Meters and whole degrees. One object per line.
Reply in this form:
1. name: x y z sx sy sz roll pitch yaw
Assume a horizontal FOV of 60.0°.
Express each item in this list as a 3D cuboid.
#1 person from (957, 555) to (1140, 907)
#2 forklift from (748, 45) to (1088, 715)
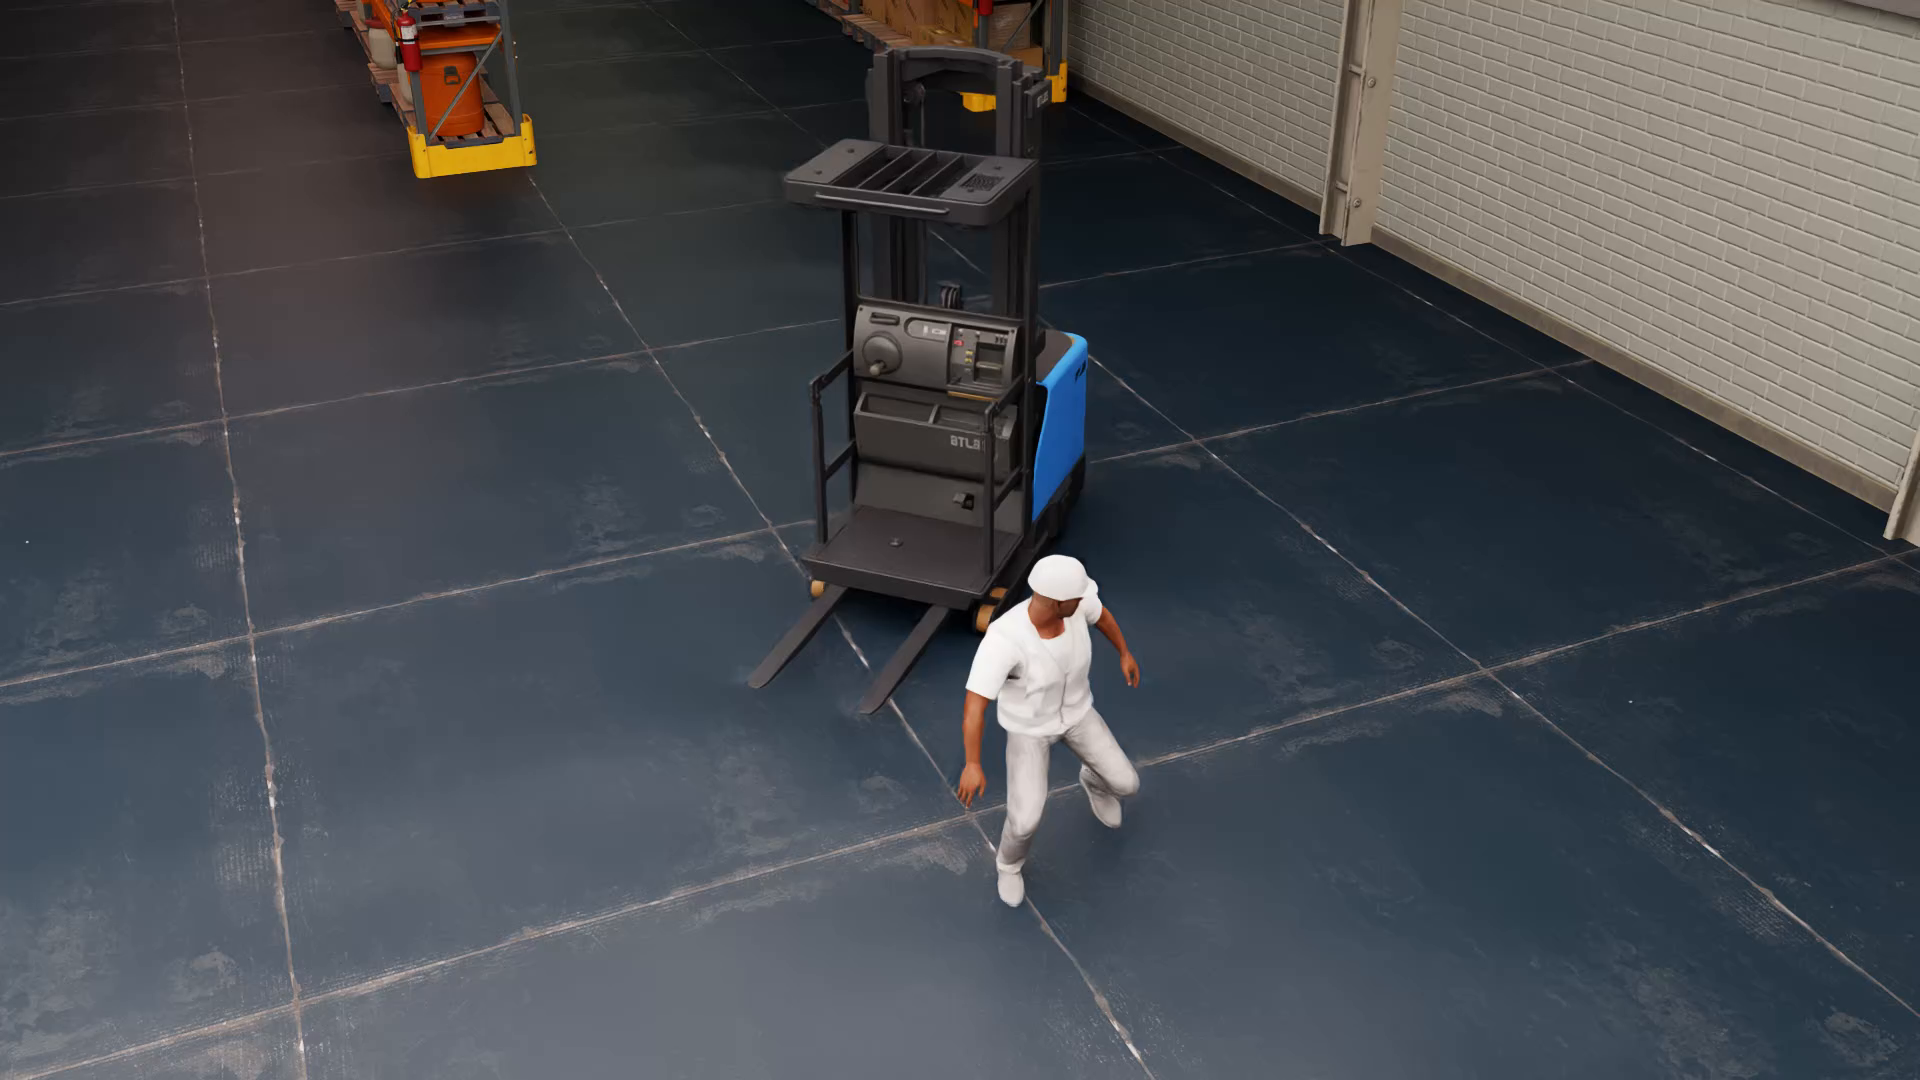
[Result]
1. person: 0.387 0.768 7.117 1.039 1.647 0.524 -14 33 -23
2. forklift: -0.213 -0.988 8.848 1.130 2.935 3.031 11 31 18
